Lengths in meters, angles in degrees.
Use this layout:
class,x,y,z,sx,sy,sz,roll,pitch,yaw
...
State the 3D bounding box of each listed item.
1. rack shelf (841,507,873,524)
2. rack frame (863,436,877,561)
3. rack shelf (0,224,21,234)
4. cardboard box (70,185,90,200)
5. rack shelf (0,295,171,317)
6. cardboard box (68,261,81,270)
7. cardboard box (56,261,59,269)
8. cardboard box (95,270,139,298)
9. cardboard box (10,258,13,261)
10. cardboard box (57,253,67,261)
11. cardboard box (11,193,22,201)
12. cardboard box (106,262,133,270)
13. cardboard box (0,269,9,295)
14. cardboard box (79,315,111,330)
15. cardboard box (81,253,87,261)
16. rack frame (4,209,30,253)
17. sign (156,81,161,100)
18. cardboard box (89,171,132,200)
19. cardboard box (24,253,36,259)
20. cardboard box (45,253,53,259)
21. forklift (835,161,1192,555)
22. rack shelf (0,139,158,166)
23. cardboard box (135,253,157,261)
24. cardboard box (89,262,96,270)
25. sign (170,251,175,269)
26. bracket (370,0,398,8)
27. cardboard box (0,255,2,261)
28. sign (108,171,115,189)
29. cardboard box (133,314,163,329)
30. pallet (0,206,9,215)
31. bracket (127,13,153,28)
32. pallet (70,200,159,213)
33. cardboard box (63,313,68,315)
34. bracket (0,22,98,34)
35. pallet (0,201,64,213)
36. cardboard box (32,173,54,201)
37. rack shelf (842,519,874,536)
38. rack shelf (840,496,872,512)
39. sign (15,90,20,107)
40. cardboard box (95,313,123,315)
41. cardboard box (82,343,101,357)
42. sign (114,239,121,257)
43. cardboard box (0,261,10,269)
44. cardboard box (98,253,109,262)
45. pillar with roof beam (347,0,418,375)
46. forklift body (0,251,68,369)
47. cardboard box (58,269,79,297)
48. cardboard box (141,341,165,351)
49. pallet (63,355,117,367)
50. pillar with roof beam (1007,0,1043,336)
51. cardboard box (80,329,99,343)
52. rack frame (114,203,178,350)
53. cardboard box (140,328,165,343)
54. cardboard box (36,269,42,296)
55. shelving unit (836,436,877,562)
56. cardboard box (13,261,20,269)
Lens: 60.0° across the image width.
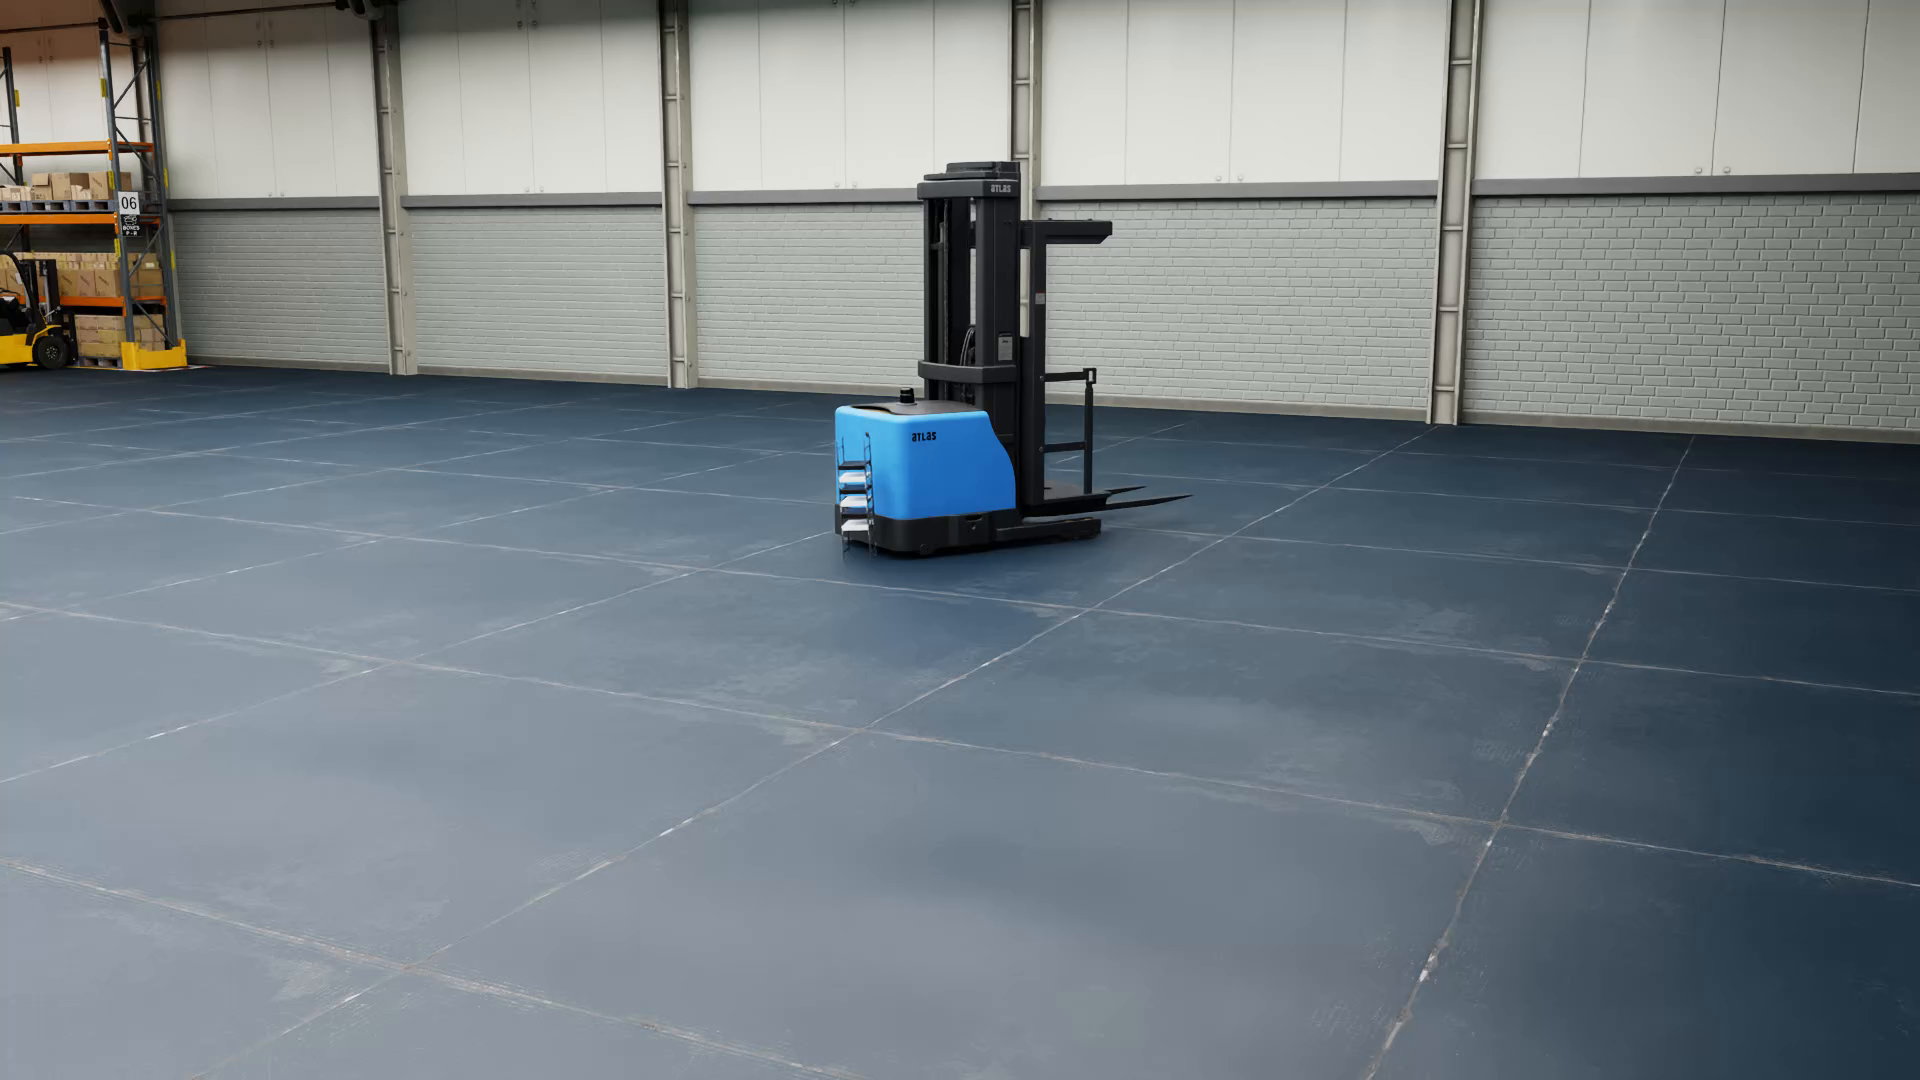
class,x,y,z,sx,sy,sz,roll,pitch,yaw
rack shelf,-0.761,-0.184,12.368,0.200,0.077,0.258,-1,11,8
rack frame,-0.667,-0.307,12.330,0.006,0.900,0.240,-1,11,8
rack shelf,-20.384,-6.284,33.125,4.000,0.370,1.077,5,11,26
cardboard box,-16.109,-6.392,30.618,0.258,0.266,0.396,5,11,26
rack shelf,-16.797,-4.493,31.651,4.000,0.370,1.077,5,11,26
cardboard box,-16.364,-5.120,30.998,0.250,0.149,0.380,5,11,24
cardboard box,-16.784,-5.171,31.278,0.250,0.149,0.380,5,11,25
cardboard box,-15.561,-4.735,30.690,0.500,0.500,0.500,5,11,25
cardboard box,-17.929,-5.422,31.827,0.250,0.149,0.380,5,11,25
cardboard box,-16.607,-5.283,31.060,0.250,0.149,0.380,5,12,27
cardboard box,-17.633,-6.468,31.369,0.250,0.149,0.380,5,12,28
cardboard box,-15.439,-5.040,30.553,0.250,0.149,0.380,5,11,27
cardboard box,-18.308,-4.977,32.025,0.500,0.500,0.500,5,11,24
cardboard box,-16.015,-4.060,30.977,0.500,0.250,0.500,5,12,27
cardboard box,-16.090,-5.261,30.937,0.250,0.149,0.380,5,11,26
rack frame,-18.591,-5.004,32.458,0.127,3.000,1.000,5,11,26
sign,-14.752,-8.267,30.572,0.005,0.325,0.100,5,11,26
cardboard box,-15.508,-6.466,30.372,0.500,0.500,0.500,5,12,28
cardboard box,-17.499,-5.369,31.535,0.250,0.149,0.380,5,11,25
cardboard box,-17.014,-5.341,31.380,0.250,0.149,0.380,5,11,26
forklift,0.525,-1.504,13.311,3.031,2.935,1.130,-7,12,-33
rack shelf,-16.797,-7.248,31.152,4.000,0.370,1.077,5,11,26
cardboard box,-15.210,-5.264,30.958,0.250,0.149,0.380,5,11,25
cardboard box,-15.886,-5.086,30.805,0.250,0.149,0.380,5,12,27
sign,-14.753,-5.242,31.119,0.005,0.325,0.100,5,11,26
bracket,-9.633,-9.049,27.853,0.430,0.232,0.235,5,11,26
cardboard box,-18.436,-5.447,31.964,0.250,0.149,0.380,5,12,27
sign,-15.256,-6.476,29.904,0.005,0.325,0.100,5,11,26
cardboard box,-15.351,-4.103,31.211,0.500,0.250,0.500,5,11,25
pallet,-19.387,-6.454,32.580,1.217,0.209,0.805,5,11,24
bracket,-15.014,-9.522,30.466,0.430,0.232,0.235,5,11,26
pallet,-15.626,-6.181,30.788,1.213,0.211,1.003,5,11,26
cardboard box,-16.923,-4.140,31.415,0.500,0.250,0.500,5,11,25
bracket,-18.069,-9.790,31.949,4.783,0.066,0.076,5,11,26
pallet,-17.814,-6.374,31.850,1.213,0.211,1.003,5,11,26
cardboard box,-16.890,-6.617,31.194,0.637,0.503,0.797,5,12,28
rack shelf,-0.757,-0.096,12.385,0.200,0.077,0.258,-1,11,8
rack shelf,-0.766,-0.272,12.350,0.200,0.077,0.258,-1,11,8
sign,-18.323,-8.581,32.305,0.005,0.325,0.100,5,11,26
cardboard box,-16.244,-4.183,31.652,0.500,0.250,0.500,5,11,25
cardboard box,-16.007,-3.570,31.074,0.500,0.250,0.500,5,11,26
sign,-15.256,-5.290,30.119,0.005,0.325,0.100,5,11,26
cardboard box,-18.188,-5.285,31.909,0.250,0.149,0.380,5,12,27
cardboard box,-15.653,-5.213,30.673,0.250,0.149,0.380,5,11,26
pillar with roof beam,-11.753,-6.680,24.869,0.548,9.000,9.100,5,11,26
forklift body,-17.511,-4.129,30.007,1.214,2.155,2.313,5,11,26
cardboard box,-16.482,-4.818,31.147,0.500,0.500,0.500,5,11,25
cardboard box,-15.358,-3.613,31.310,0.500,0.250,0.500,5,11,26
pallet,-16.798,-3.467,31.793,1.213,0.211,1.003,5,11,26
pillar with roof beam,-0.992,-5.734,19.644,0.400,9.000,9.100,5,11,26
cardboard box,-16.023,-3.818,31.043,0.500,0.250,0.500,5,11,25
rack frame,-15.004,-4.689,30.716,0.127,3.000,1.000,5,11,26
cardboard box,-15.333,-3.859,31.267,0.500,0.250,0.500,5,12,27
cardboard box,-17.379,-4.899,31.594,0.500,0.500,0.500,5,11,25
shelving unit,-0.767,-0.305,12.343,0.210,0.900,0.258,-1,11,8
cardboard box,-17.754,-5.238,31.647,0.250,0.149,0.380,5,12,27
